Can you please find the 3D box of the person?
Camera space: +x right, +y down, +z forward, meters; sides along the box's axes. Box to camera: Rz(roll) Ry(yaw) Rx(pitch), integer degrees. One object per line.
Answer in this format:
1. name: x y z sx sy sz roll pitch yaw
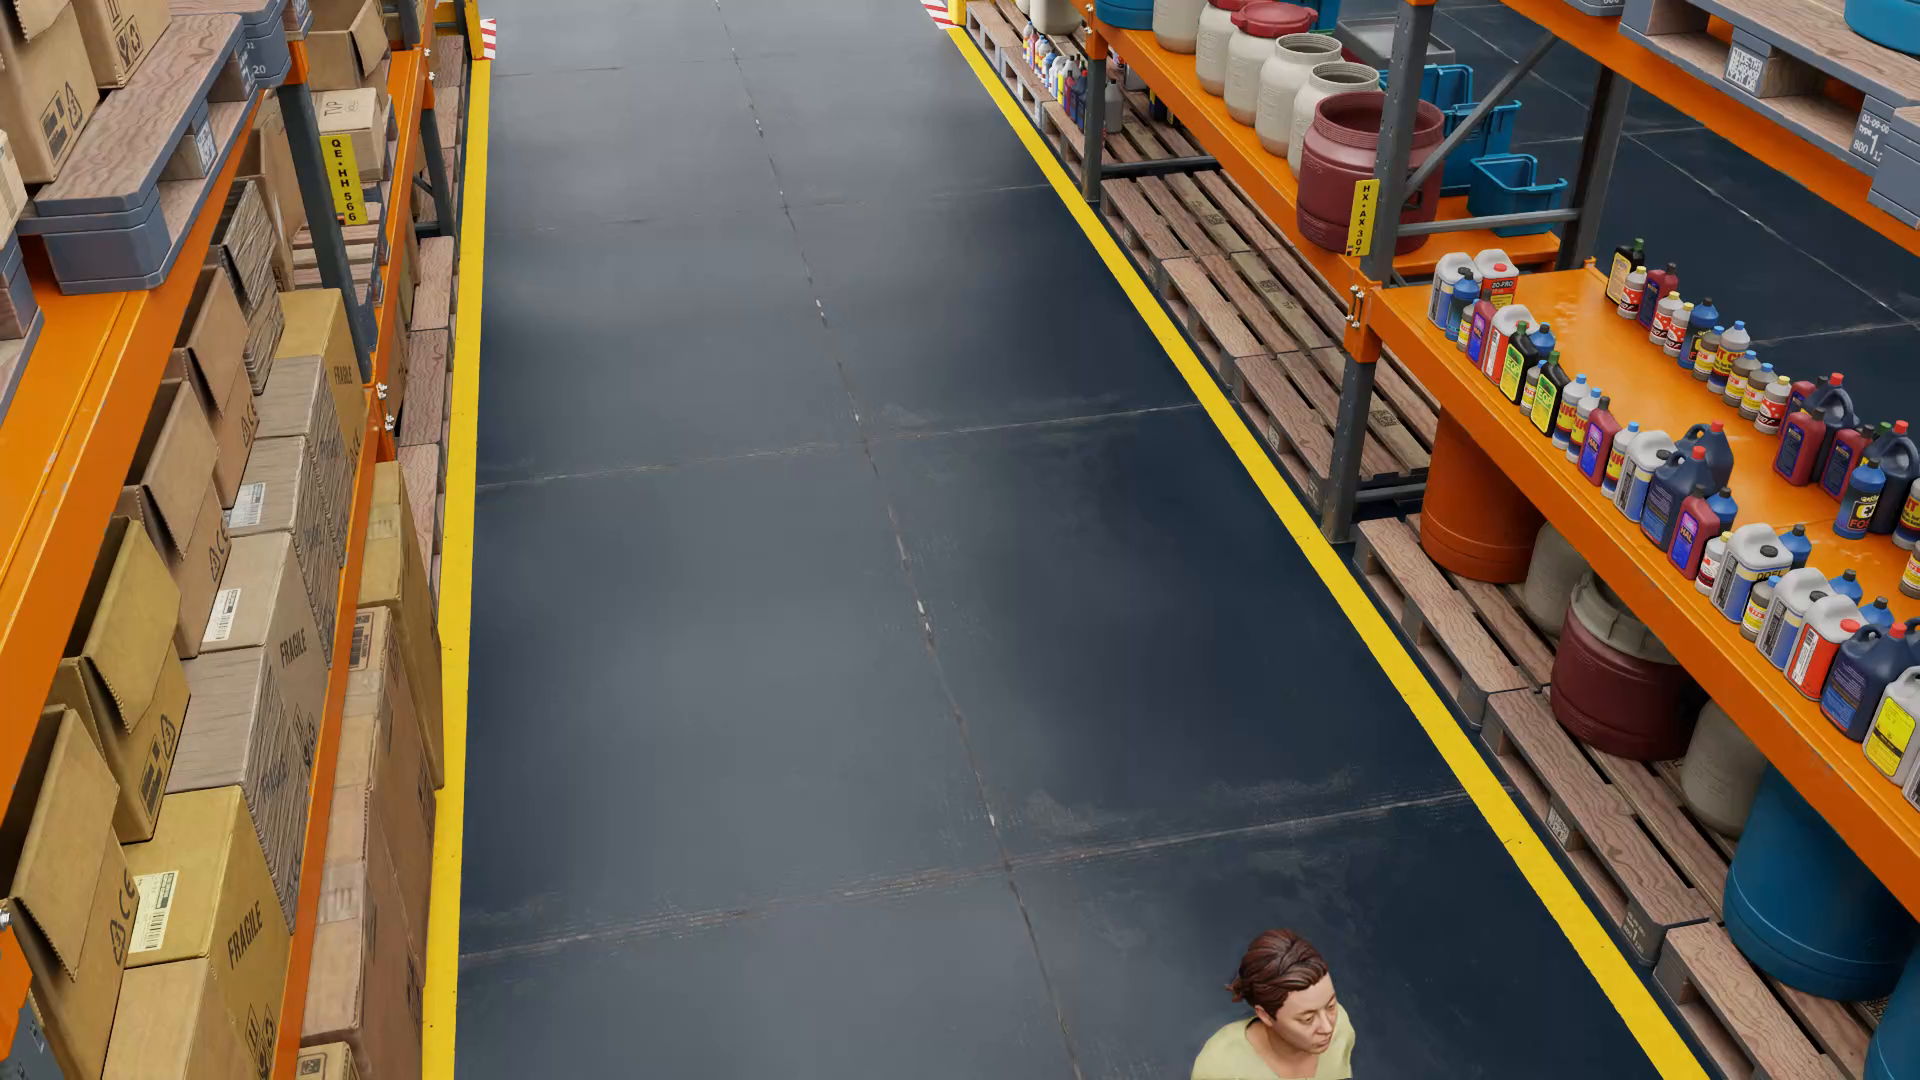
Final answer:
1. person: 0.717 1.565 3.868 0.450 1.609 1.027 -10 36 -14
